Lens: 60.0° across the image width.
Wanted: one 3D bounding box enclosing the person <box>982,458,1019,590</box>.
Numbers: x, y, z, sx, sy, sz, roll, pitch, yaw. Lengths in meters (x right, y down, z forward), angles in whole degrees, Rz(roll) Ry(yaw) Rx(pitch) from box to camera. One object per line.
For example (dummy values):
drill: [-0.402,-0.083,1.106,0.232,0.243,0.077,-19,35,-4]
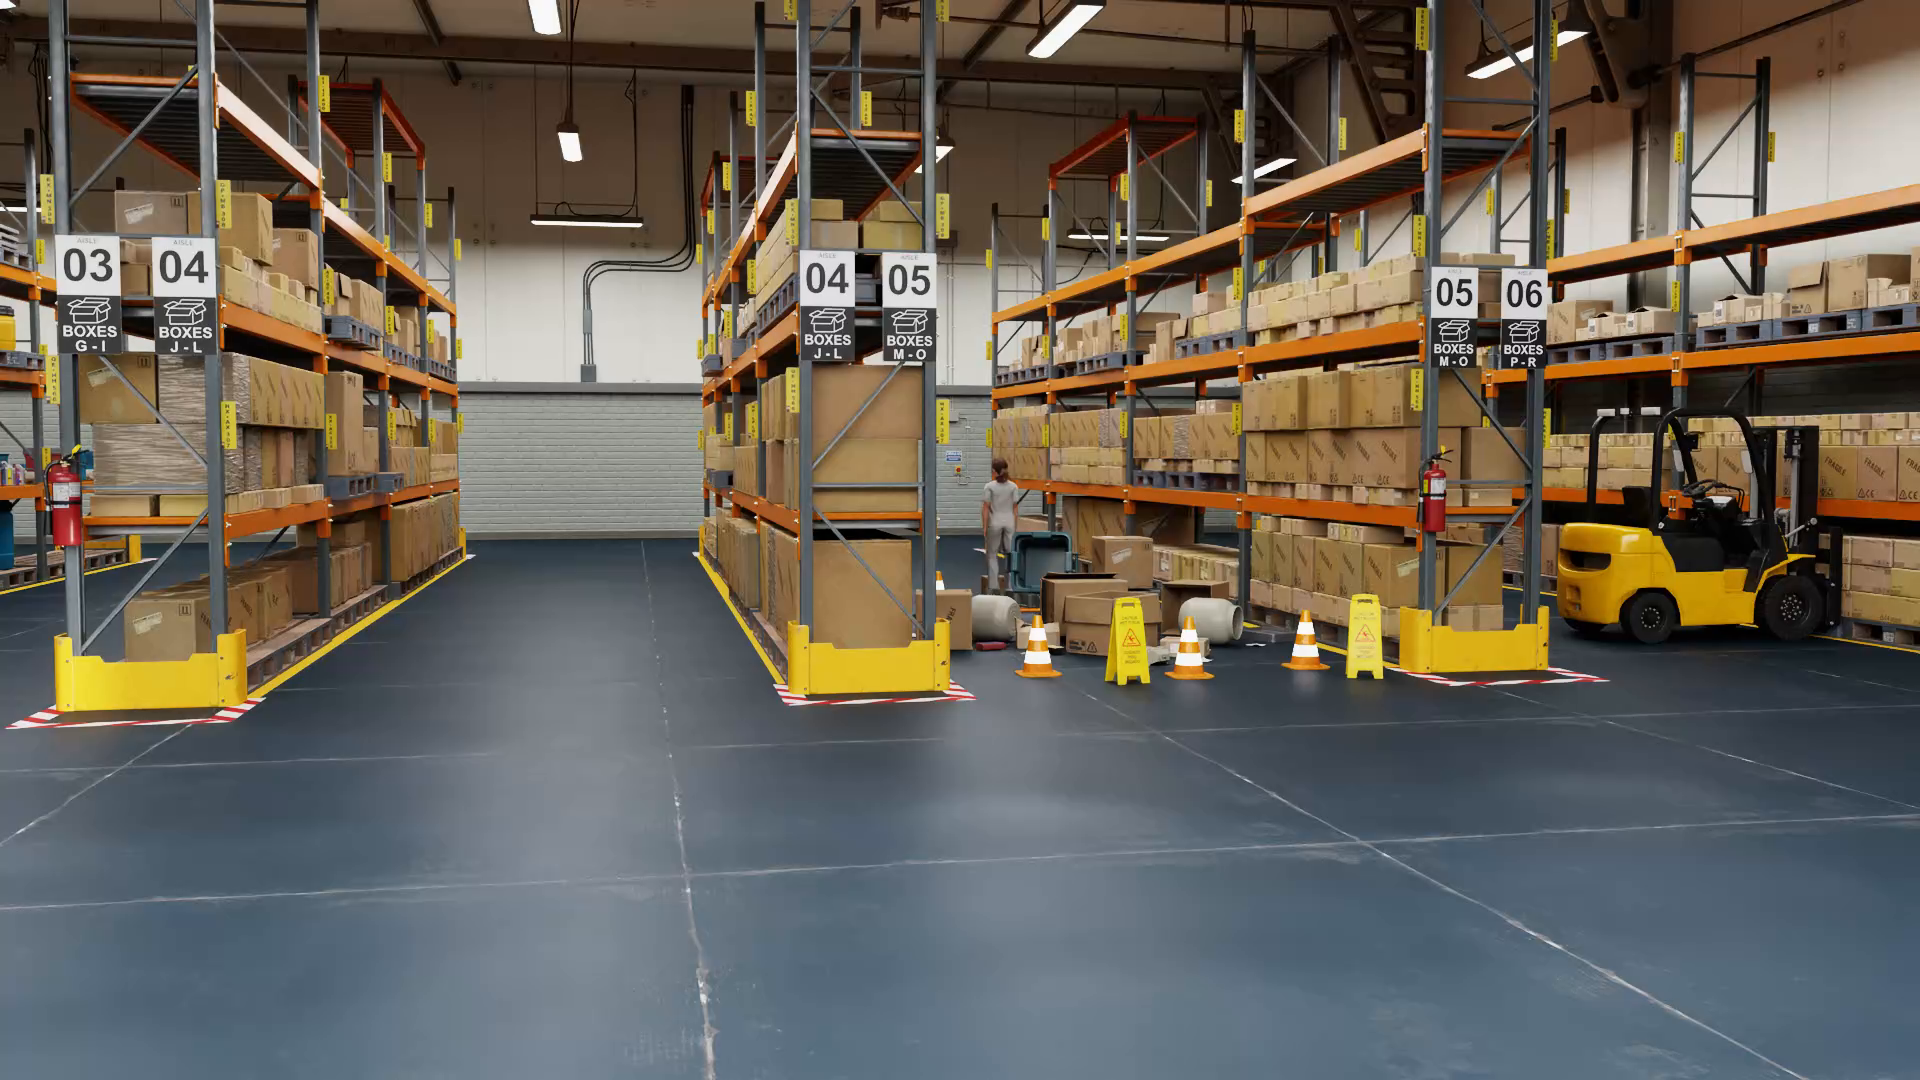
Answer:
person: [0.471,-0.120,19.477,0.440,1.678,0.365,-1,3,-10]
